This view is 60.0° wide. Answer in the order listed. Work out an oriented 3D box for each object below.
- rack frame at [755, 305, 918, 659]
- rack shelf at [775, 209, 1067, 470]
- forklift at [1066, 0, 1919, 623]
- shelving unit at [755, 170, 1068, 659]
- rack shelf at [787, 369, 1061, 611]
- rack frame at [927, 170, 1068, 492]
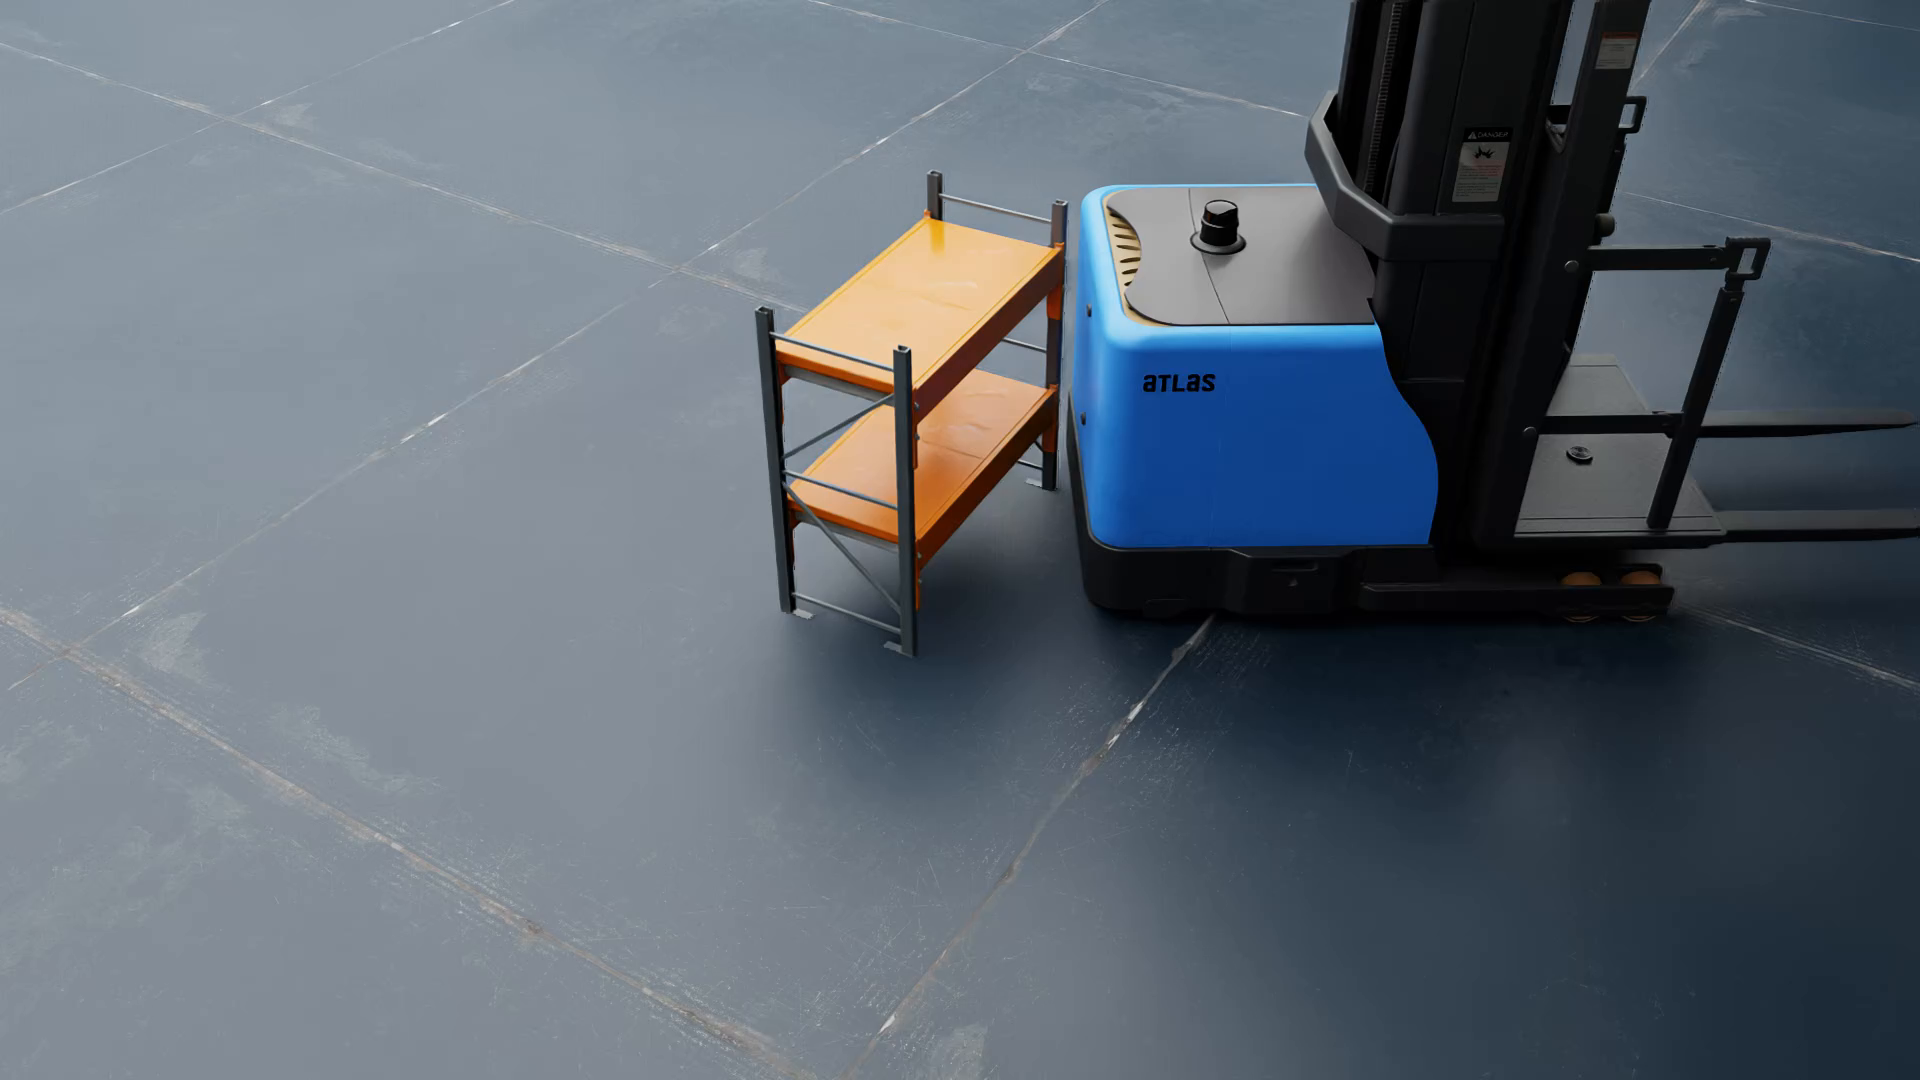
[{"bbox_3d":[-0.361,-0.150,5.023,0.500,1.125,0.032,18,41,22],"label":"rack frame"},{"bbox_3d":[-0.122,-0.655,5.199,0.538,0.278,1.000,18,41,22],"label":"rack shelf"},{"bbox_3d":[1.912,-1.218,4.929,3.031,2.935,1.130,-1,38,-1],"label":"forklift"},{"bbox_3d":[-0.122,-0.424,5.378,0.538,1.125,1.048,18,41,22],"label":"shelving unit"},{"bbox_3d":[-0.122,-0.230,5.527,0.538,0.278,1.000,18,41,22],"label":"rack shelf"},{"bbox_3d":[0.118,-0.697,5.733,0.500,1.125,0.032,18,41,22],"label":"rack frame"}]
